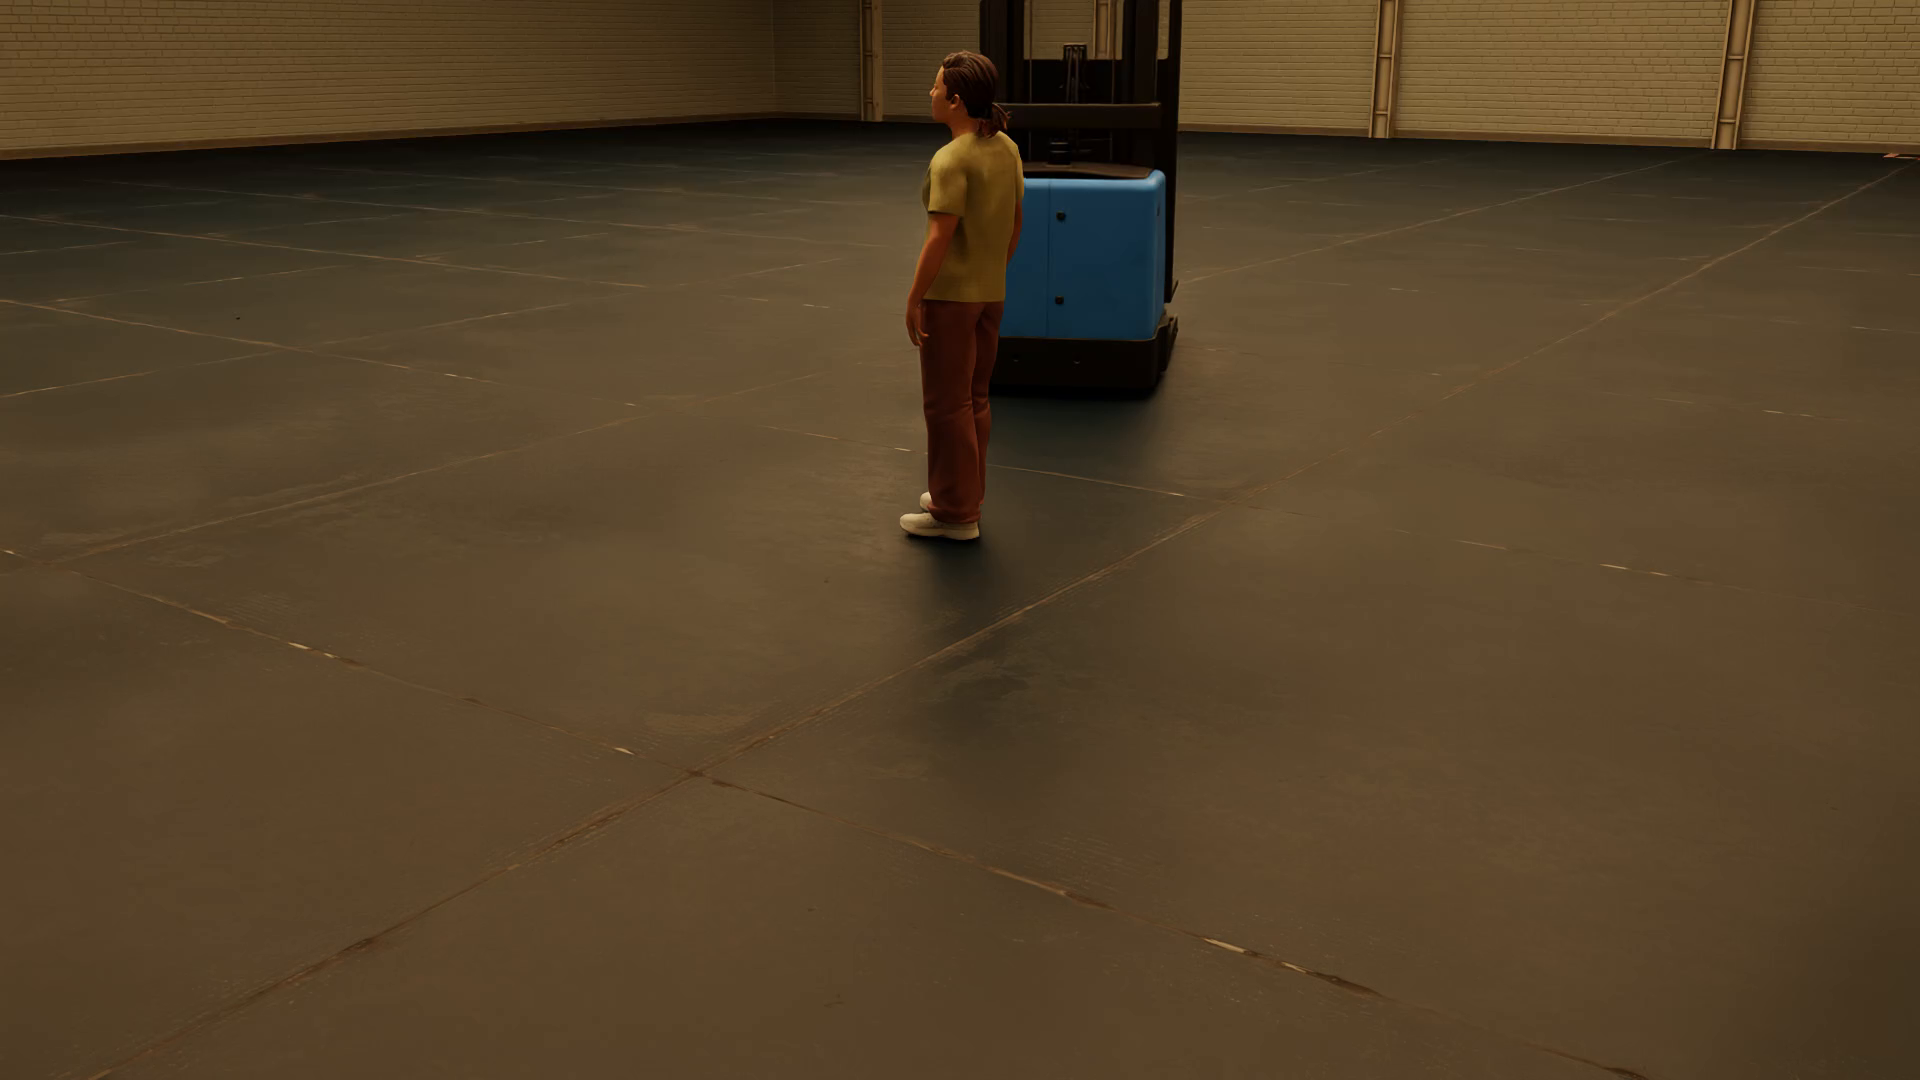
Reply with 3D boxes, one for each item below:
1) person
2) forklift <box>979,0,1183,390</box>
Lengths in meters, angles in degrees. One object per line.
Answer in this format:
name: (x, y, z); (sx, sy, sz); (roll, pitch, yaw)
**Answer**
person: (-0.054, -0.825, 5.756); (0.549, 1.675, 0.553); (11, 20, 33)
forklift: (0.691, -2.528, 9.288); (1.130, 2.935, 3.031); (3, 17, 10)
